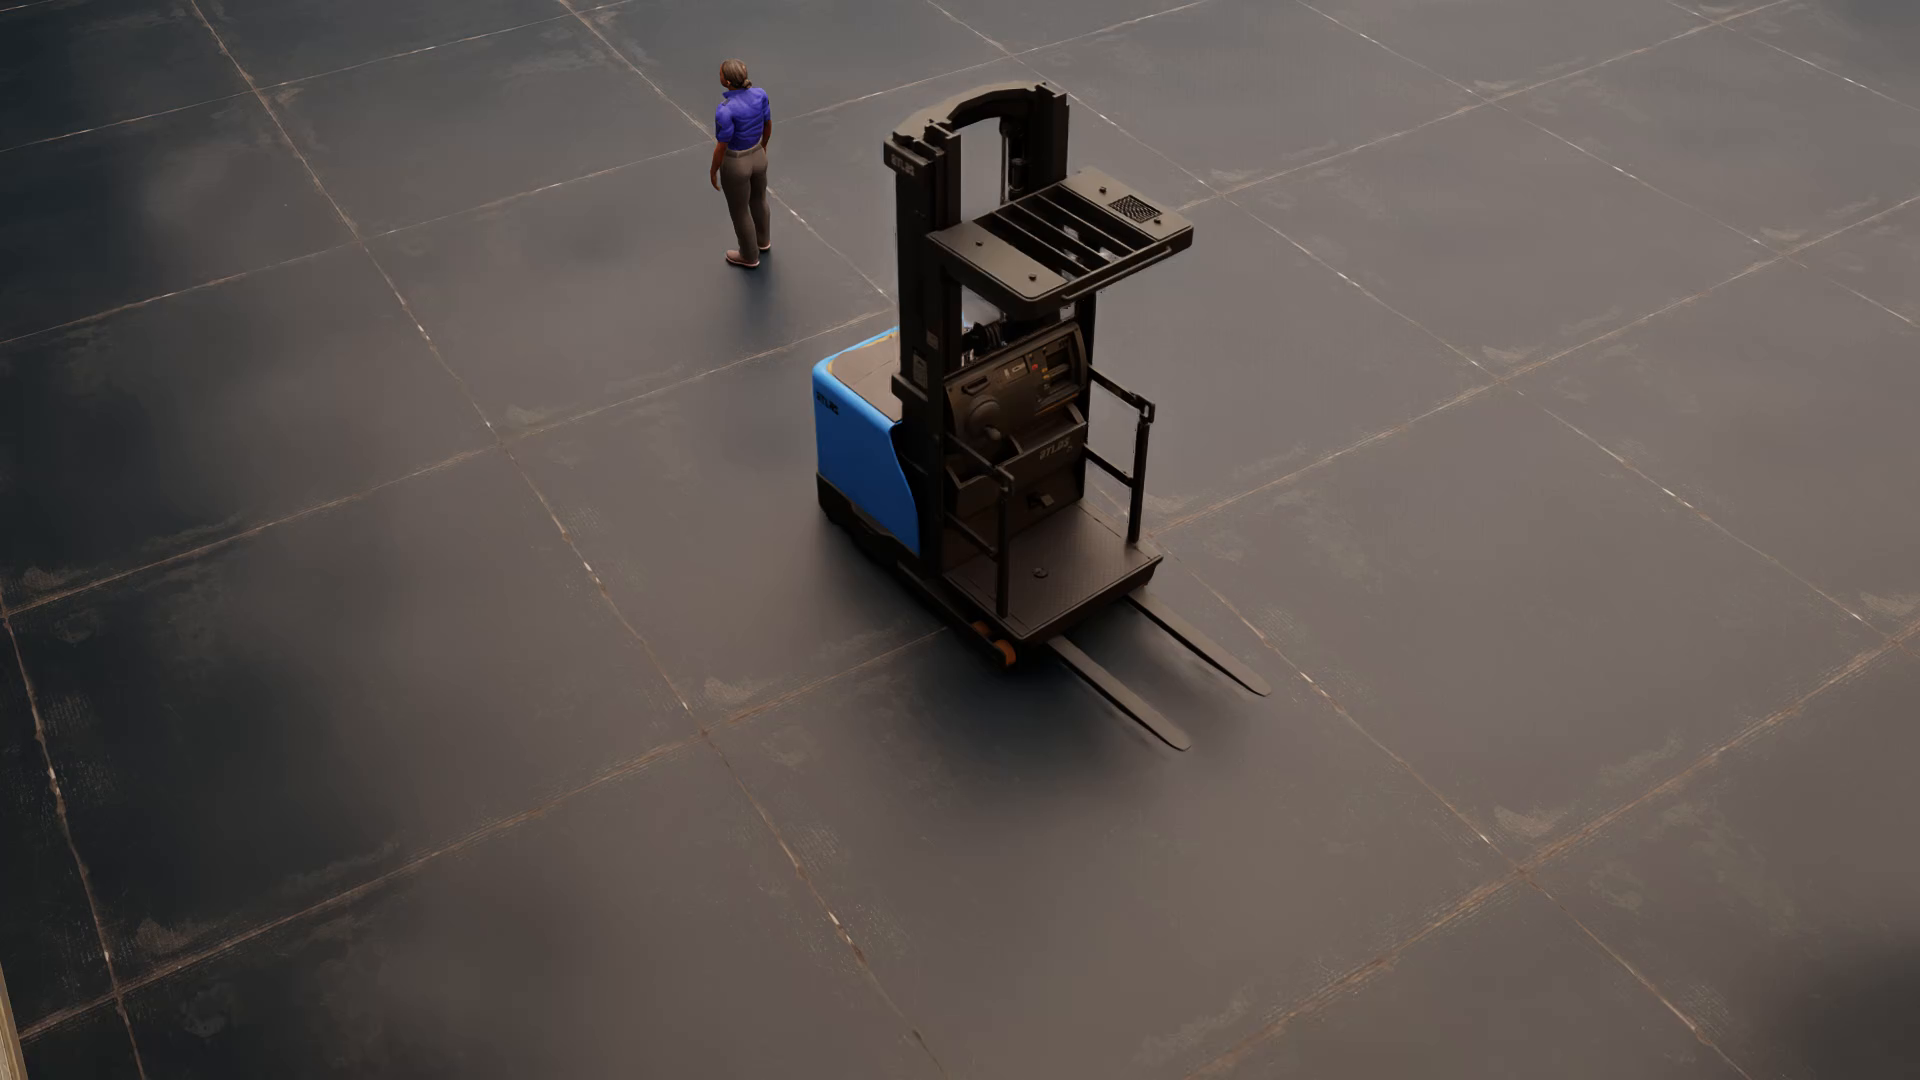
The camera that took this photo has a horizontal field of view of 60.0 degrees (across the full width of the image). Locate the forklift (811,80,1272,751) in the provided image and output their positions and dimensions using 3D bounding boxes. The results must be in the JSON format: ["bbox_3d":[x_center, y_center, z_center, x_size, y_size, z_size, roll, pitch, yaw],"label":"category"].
[{"bbox_3d":[0.443,-0.763,8.744,1.130,2.935,3.031,-28,48,-29],"label":"forklift"}]

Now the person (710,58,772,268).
[{"bbox_3d":[-1.607,-2.732,11.957,0.503,1.656,0.569,30,50,30],"label":"person"}]
